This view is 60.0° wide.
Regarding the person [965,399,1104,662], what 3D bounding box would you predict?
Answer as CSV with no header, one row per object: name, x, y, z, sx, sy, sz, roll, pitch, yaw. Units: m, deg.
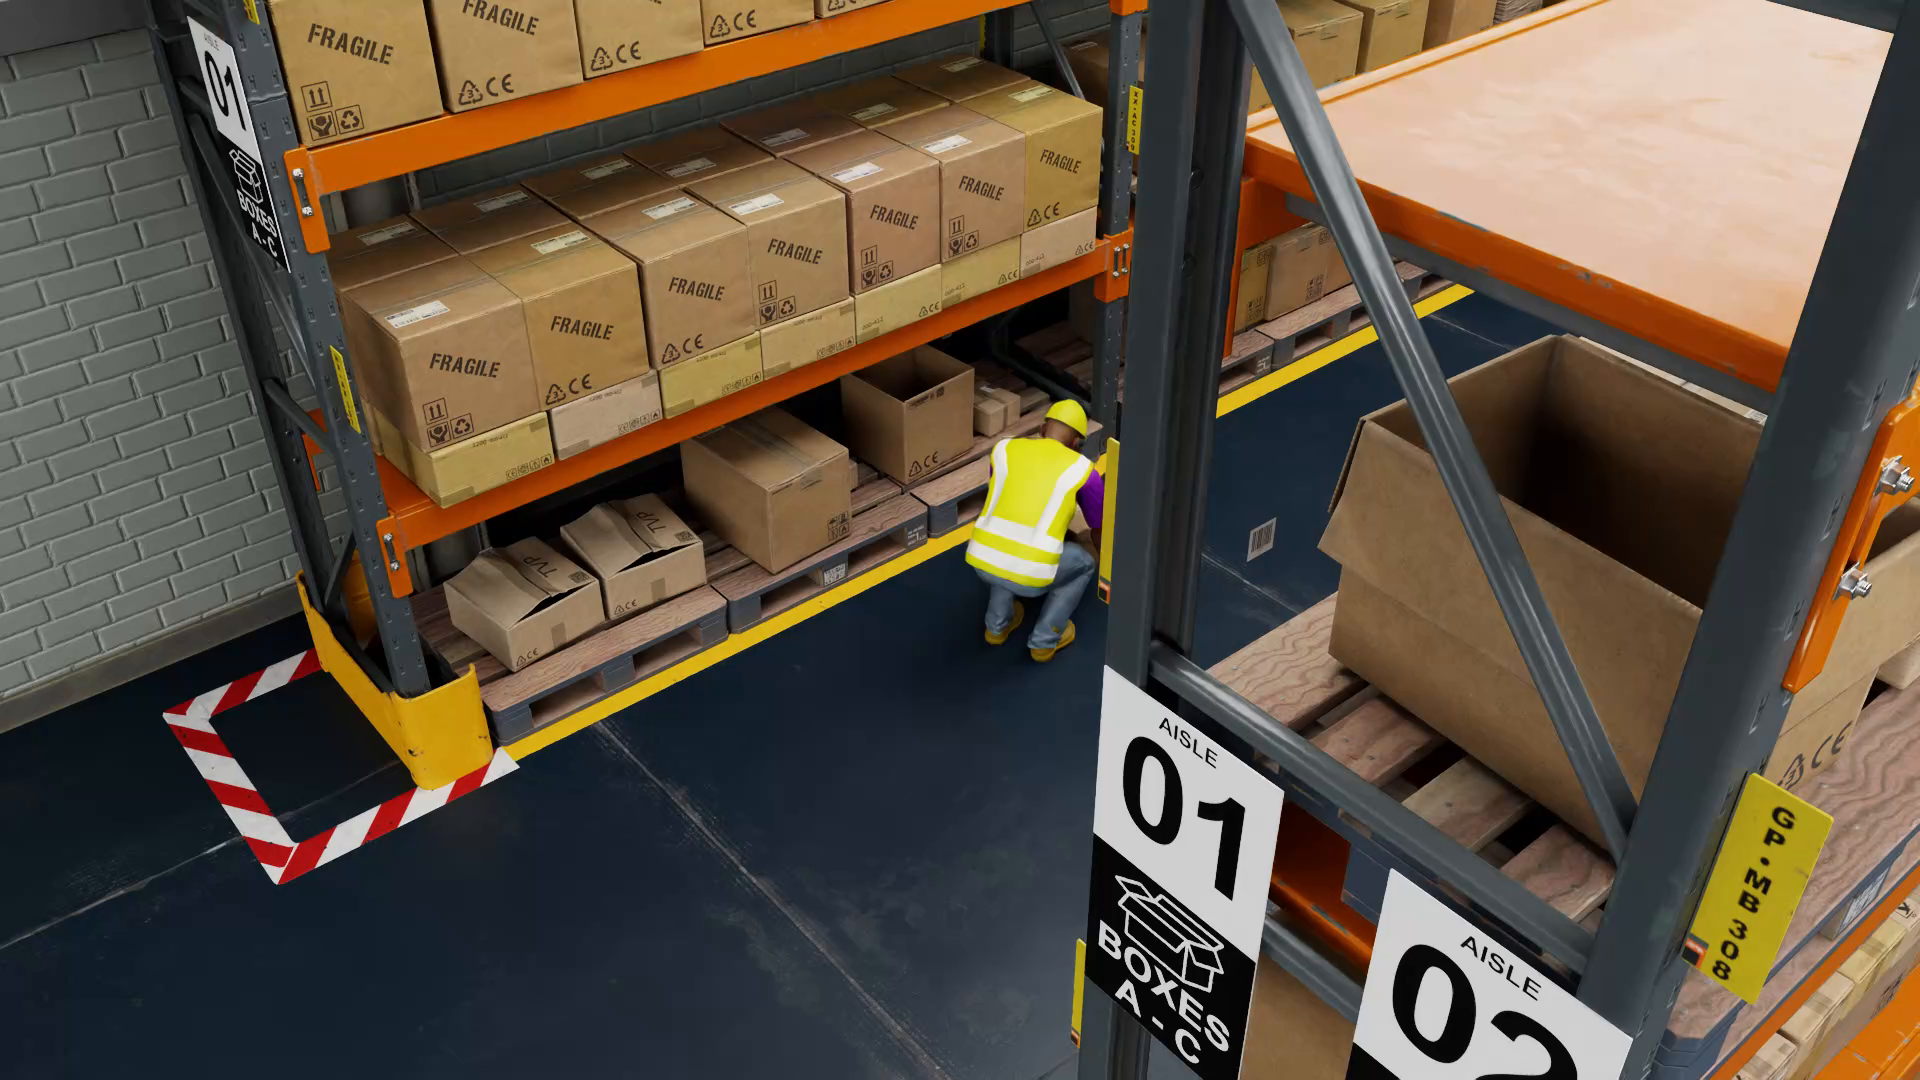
person,0.338,-0.038,7.711,0.594,1.071,0.863,21,40,26
